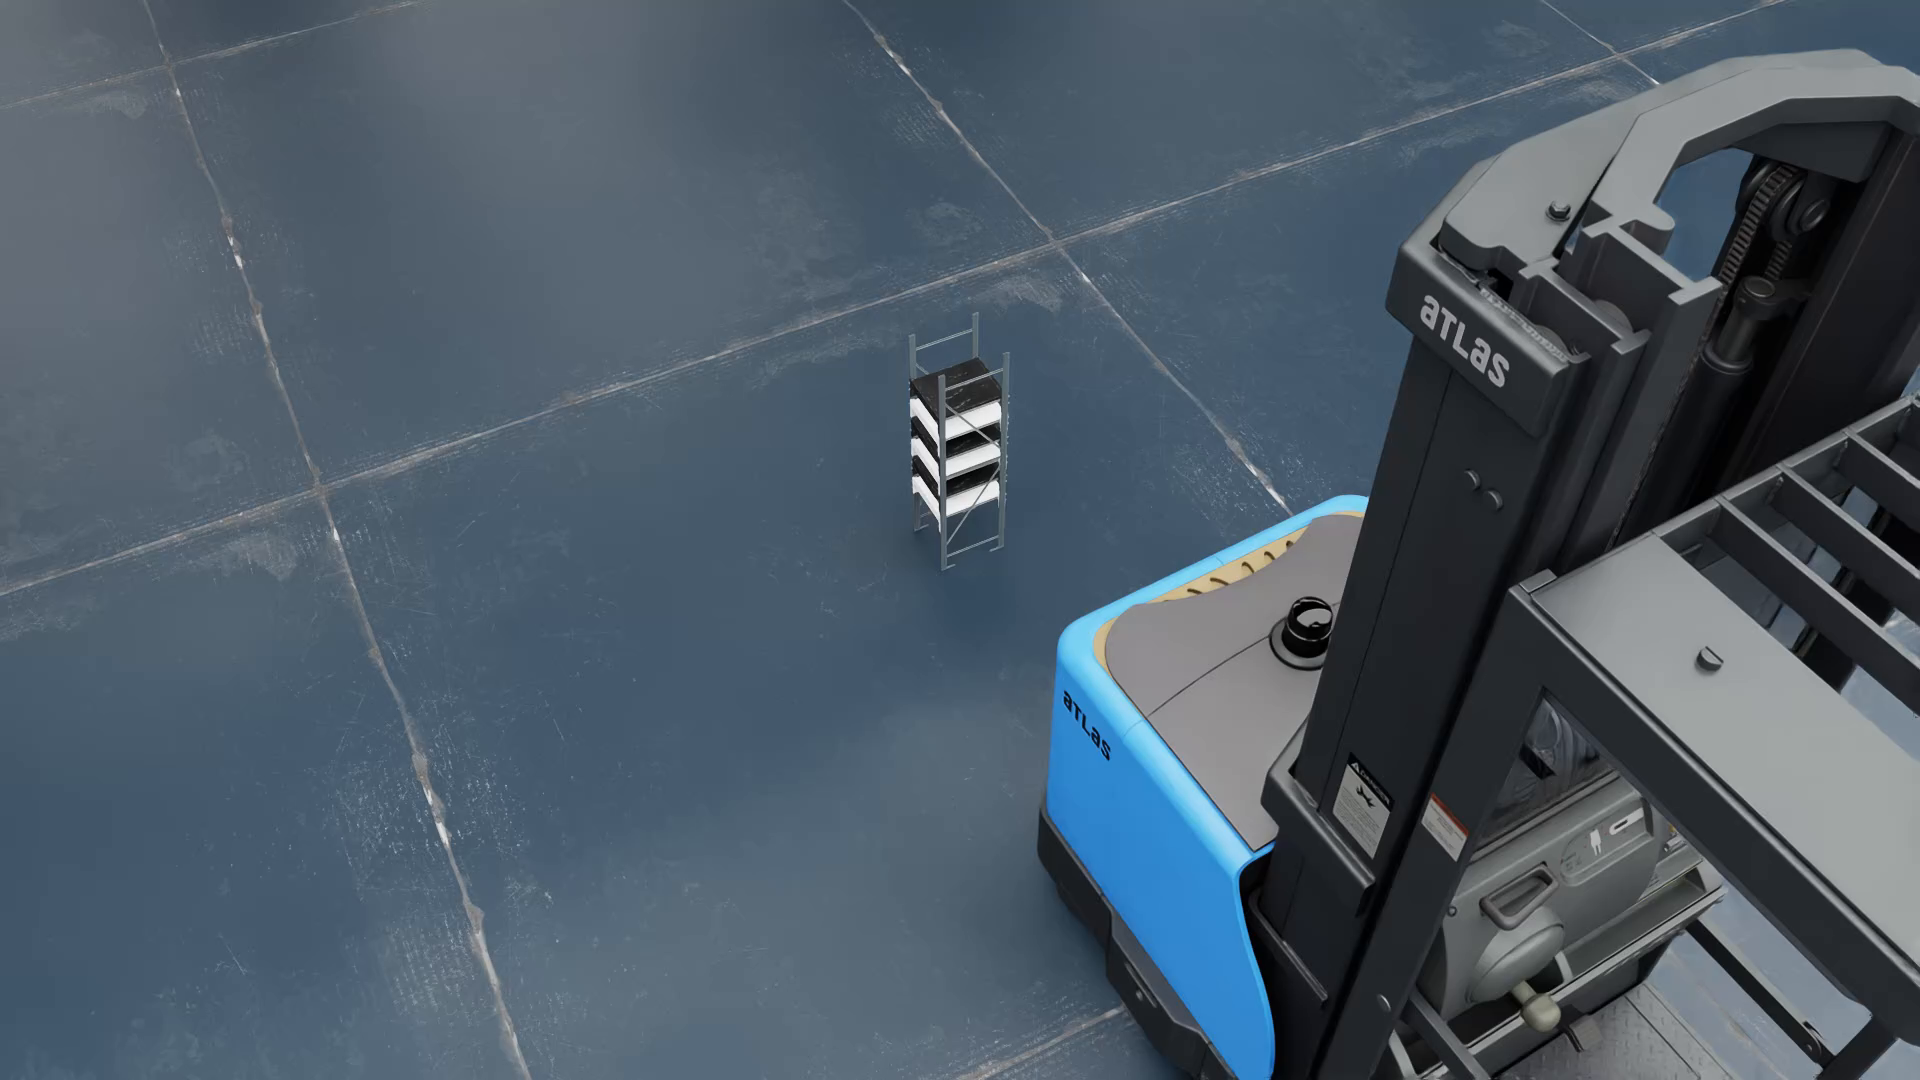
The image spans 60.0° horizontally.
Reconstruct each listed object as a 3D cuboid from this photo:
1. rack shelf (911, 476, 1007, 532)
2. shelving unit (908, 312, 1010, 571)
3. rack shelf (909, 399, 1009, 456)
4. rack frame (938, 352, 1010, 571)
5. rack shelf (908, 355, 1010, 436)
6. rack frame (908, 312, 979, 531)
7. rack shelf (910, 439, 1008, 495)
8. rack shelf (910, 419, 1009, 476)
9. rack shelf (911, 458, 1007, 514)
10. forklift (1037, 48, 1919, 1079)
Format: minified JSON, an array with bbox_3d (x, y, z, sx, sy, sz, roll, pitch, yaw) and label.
[{"bbox_3d":[-0.004,-0.161,5.577,0.258,0.077,0.200,-21,52,-18],"label":"rack shelf"},{"bbox_3d":[-0.004,-0.302,5.416,0.258,0.900,0.210,-21,52,-18],"label":"shelving unit"},{"bbox_3d":[-0.004,-0.398,5.306,0.258,0.077,0.200,-21,52,-18],"label":"rack shelf"},{"bbox_3d":[0.043,-0.234,5.357,0.240,0.900,0.006,-21,52,-18],"label":"rack frame"},{"bbox_3d":[-0.004,-0.458,5.238,0.258,0.077,0.200,-21,52,-18],"label":"rack shelf"},{"bbox_3d":[-0.050,-0.370,5.476,0.240,0.900,0.006,-21,52,-18],"label":"rack frame"},{"bbox_3d":[-0.004,-0.280,5.441,0.258,0.077,0.200,-21,52,-18],"label":"rack shelf"},{"bbox_3d":[-0.004,-0.339,5.373,0.258,0.077,0.200,-21,52,-18],"label":"rack shelf"},{"bbox_3d":[-0.004,-0.221,5.509,0.258,0.077,0.200,-21,52,-18],"label":"rack shelf"},{"bbox_3d":[1.407,0.738,3.158,1.130,2.935,3.031,-24,53,-20],"label":"forklift"}]
